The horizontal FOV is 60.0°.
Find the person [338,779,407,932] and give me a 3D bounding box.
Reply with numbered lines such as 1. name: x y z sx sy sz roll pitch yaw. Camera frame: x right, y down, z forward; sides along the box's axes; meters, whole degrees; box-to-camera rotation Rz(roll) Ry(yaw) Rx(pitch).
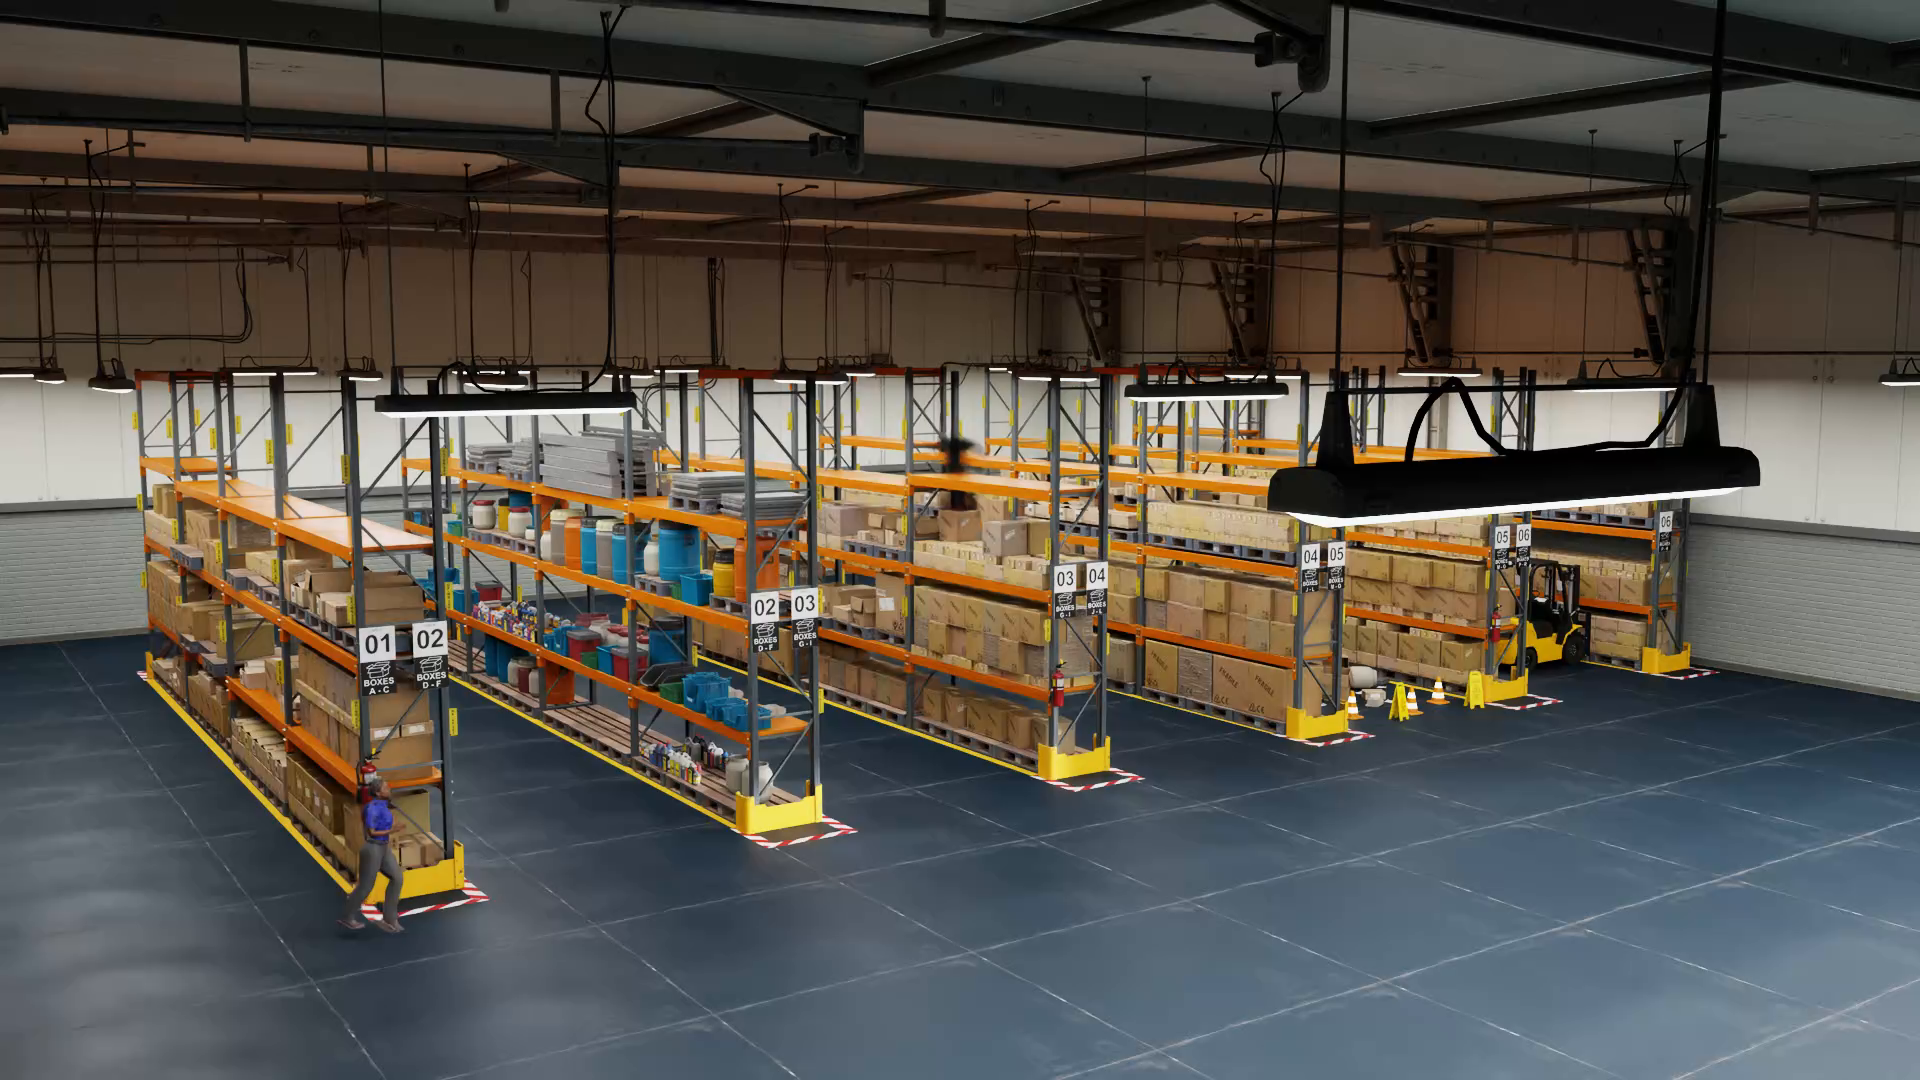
1. person: -6.417 3.473 18.244 0.739 1.715 0.560 0 6 0

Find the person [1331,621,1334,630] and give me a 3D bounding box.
1. person: 8.215 1.279 37.604 0.956 1.655 0.607 6 9 45

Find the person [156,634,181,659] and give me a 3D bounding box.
1. person: -15.913 1.708 33.551 0.700 1.743 0.672 -4 8 -33
